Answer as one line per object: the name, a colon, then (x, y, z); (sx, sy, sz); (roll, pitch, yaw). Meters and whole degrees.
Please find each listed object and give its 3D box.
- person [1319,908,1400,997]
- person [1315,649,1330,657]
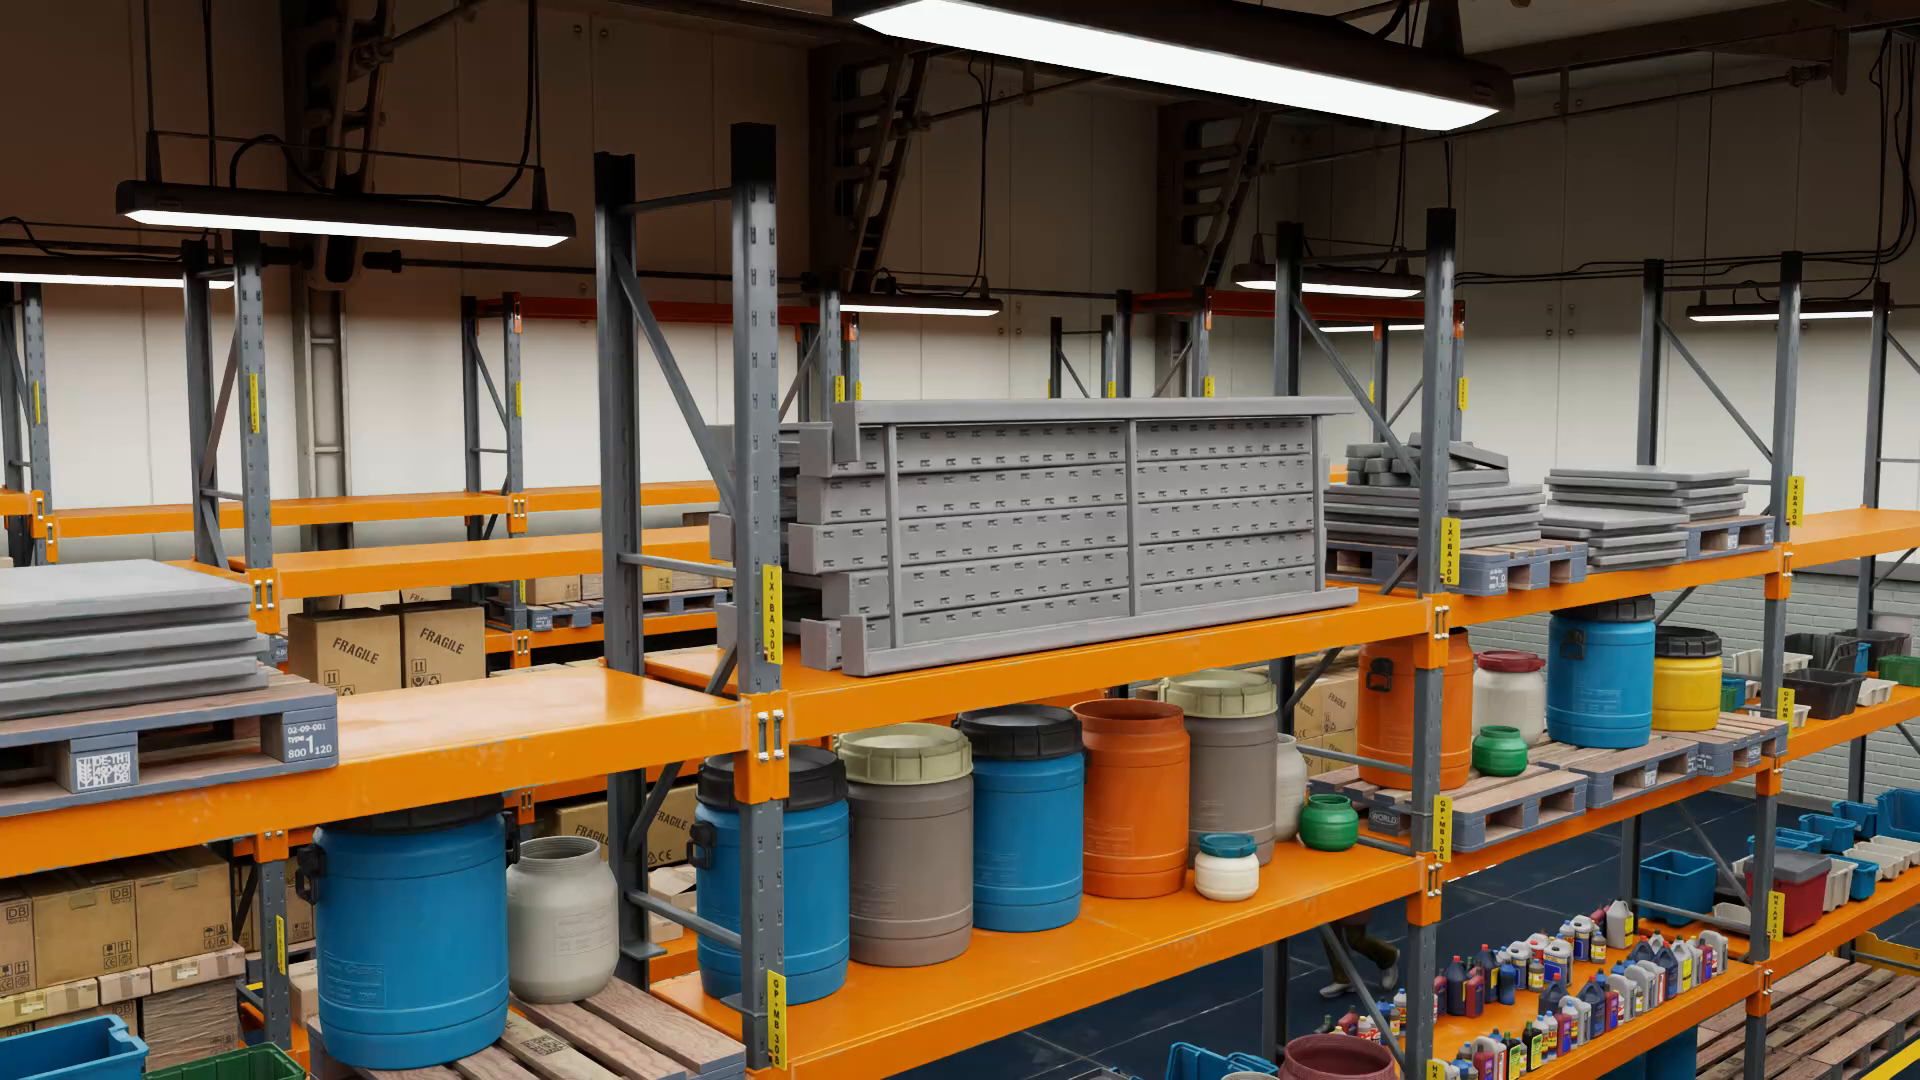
person: (3.371, 2.967, 14.109); (0.750, 1.756, 0.641); (-3, 6, -27)
person: (4.980, 2.146, 22.671); (1.098, 1.730, 0.628); (-5, 8, -44)
